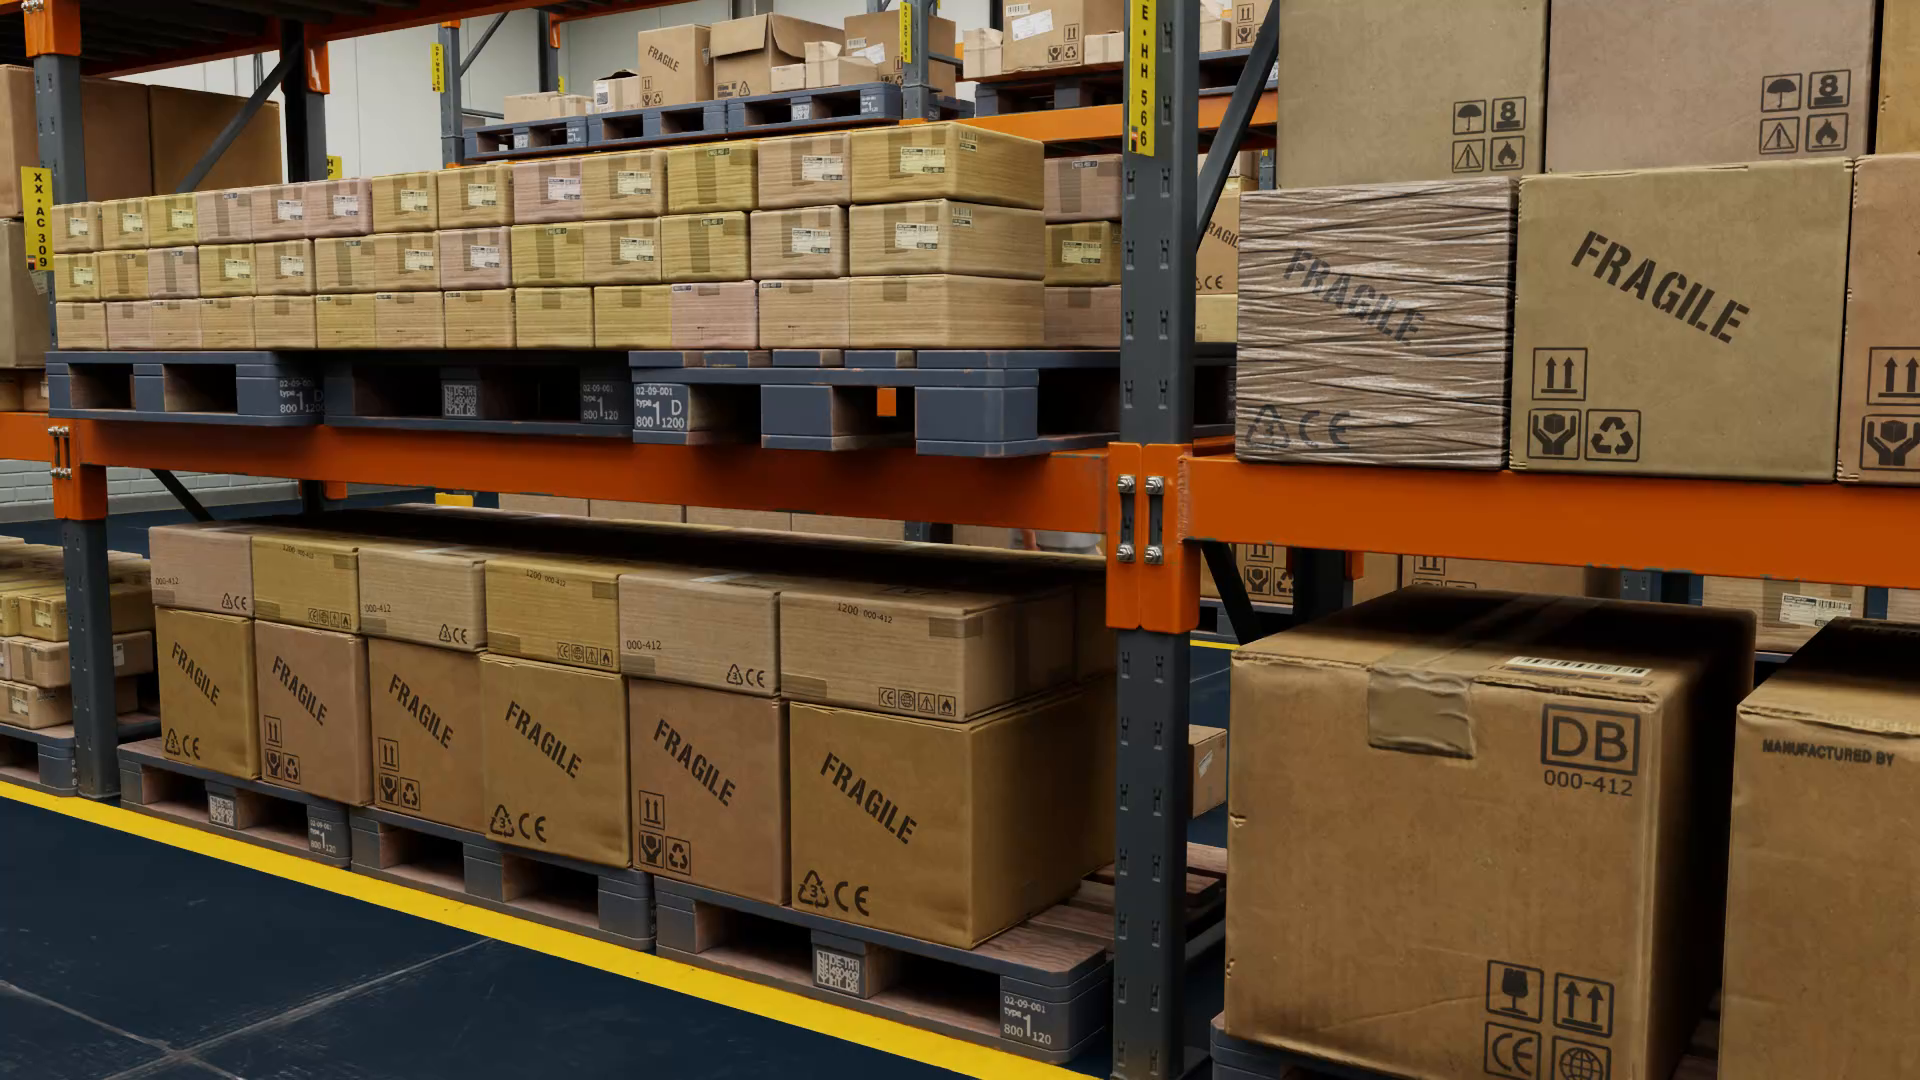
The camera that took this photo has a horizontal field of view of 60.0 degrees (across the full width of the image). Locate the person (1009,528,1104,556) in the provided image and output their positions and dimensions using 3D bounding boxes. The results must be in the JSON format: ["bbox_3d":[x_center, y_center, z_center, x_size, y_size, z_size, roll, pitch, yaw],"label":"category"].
[{"bbox_3d":[0.324,0.029,5.756,0.363,1.669,0.437,4,8,35],"label":"person"}]
